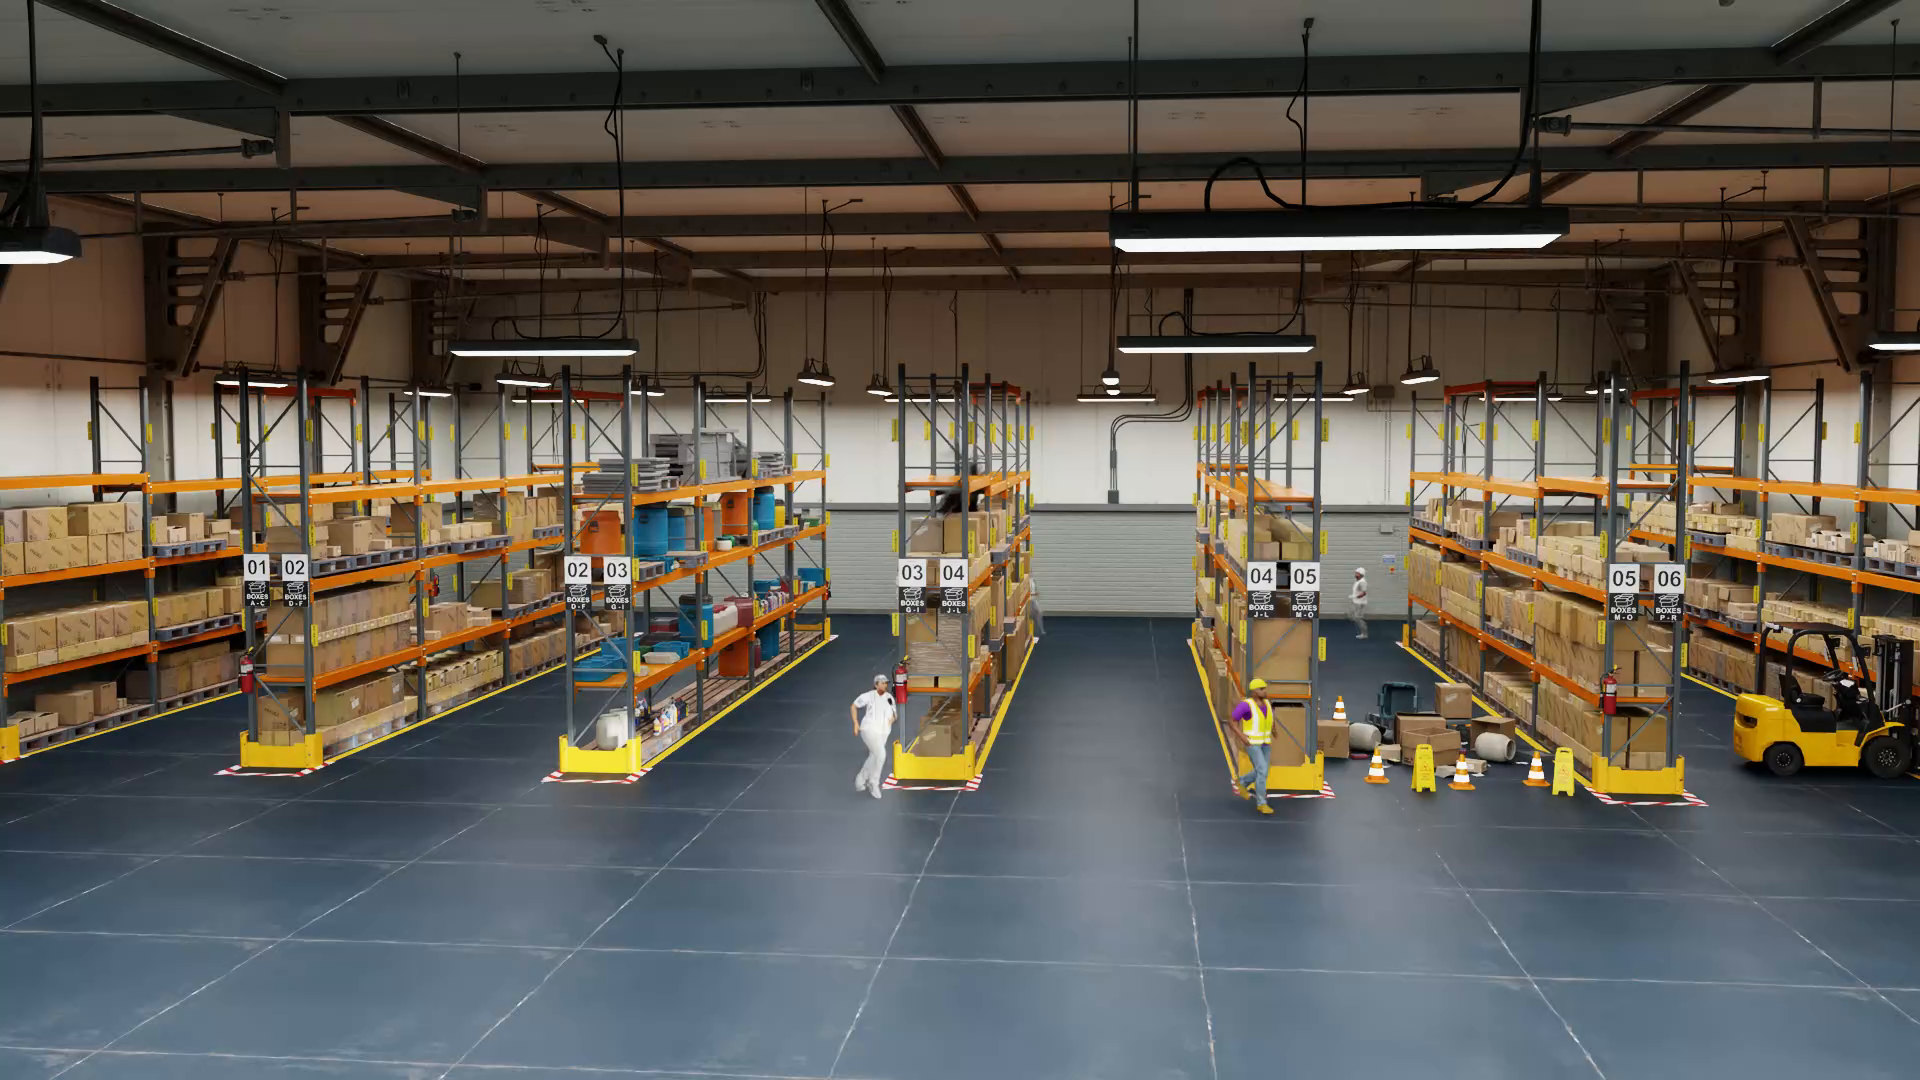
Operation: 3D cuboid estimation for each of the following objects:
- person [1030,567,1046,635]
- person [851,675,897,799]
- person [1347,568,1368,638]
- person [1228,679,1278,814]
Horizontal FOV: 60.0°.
[{"bbox_3d":[1.703,1.518,41.355,0.819,1.724,0.579,1,4,21],"label":"person"},{"bbox_3d":[-1.143,2.697,23.104,0.597,1.647,0.686,-3,5,-39],"label":"person"},{"bbox_3d":[9.691,1.529,40.428,0.528,1.732,0.718,0,4,5],"label":"person"},{"bbox_3d":[3.923,2.709,22.134,0.730,1.749,0.794,-3,5,-36],"label":"person"}]
